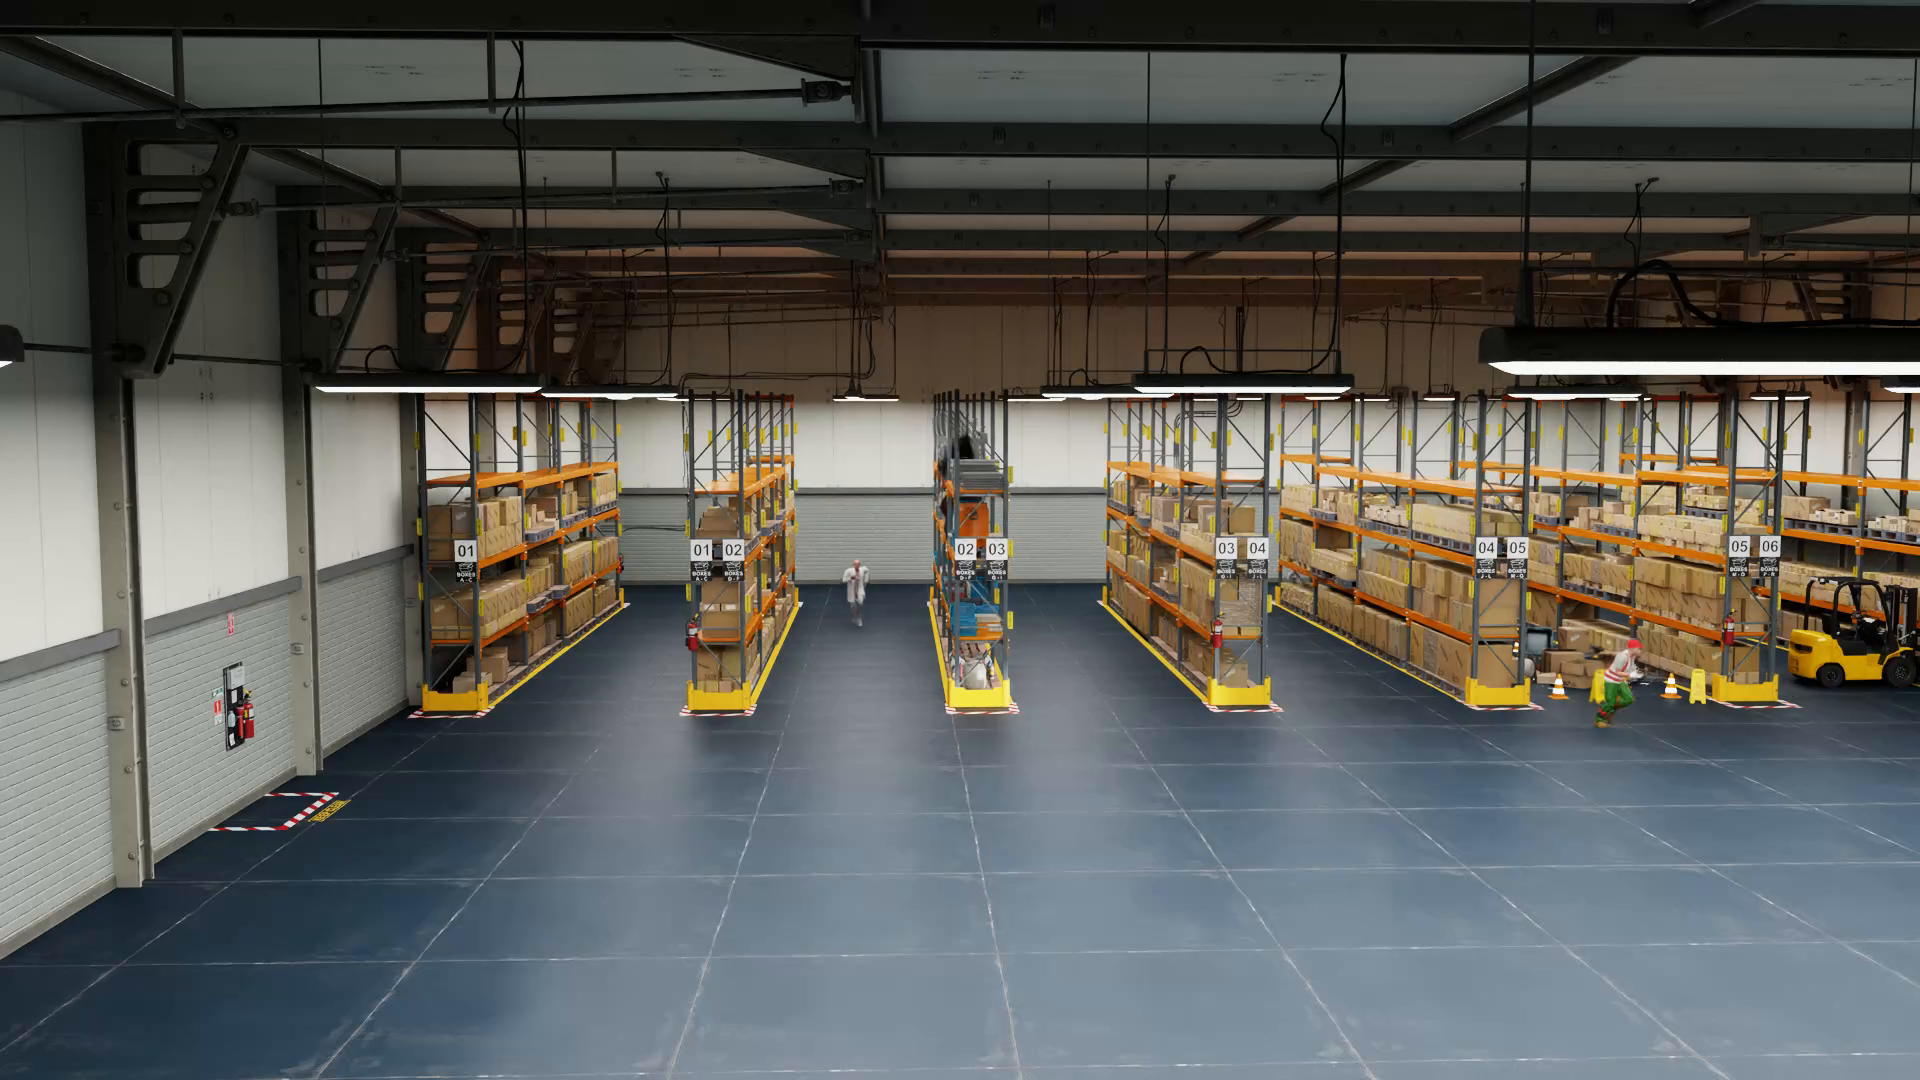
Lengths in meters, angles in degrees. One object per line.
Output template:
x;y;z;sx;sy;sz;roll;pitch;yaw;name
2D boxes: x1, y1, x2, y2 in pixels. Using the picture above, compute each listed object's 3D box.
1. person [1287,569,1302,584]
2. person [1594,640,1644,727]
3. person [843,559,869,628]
9.995;0.848;49.572;0.650;1.696;0.587;-2;5;-22;person
11.656;2.524;29.316;0.701;1.609;0.895;-4;6;-43;person
-2.681;1.359;42.883;0.694;1.757;1.003;-1;5;-6;person
